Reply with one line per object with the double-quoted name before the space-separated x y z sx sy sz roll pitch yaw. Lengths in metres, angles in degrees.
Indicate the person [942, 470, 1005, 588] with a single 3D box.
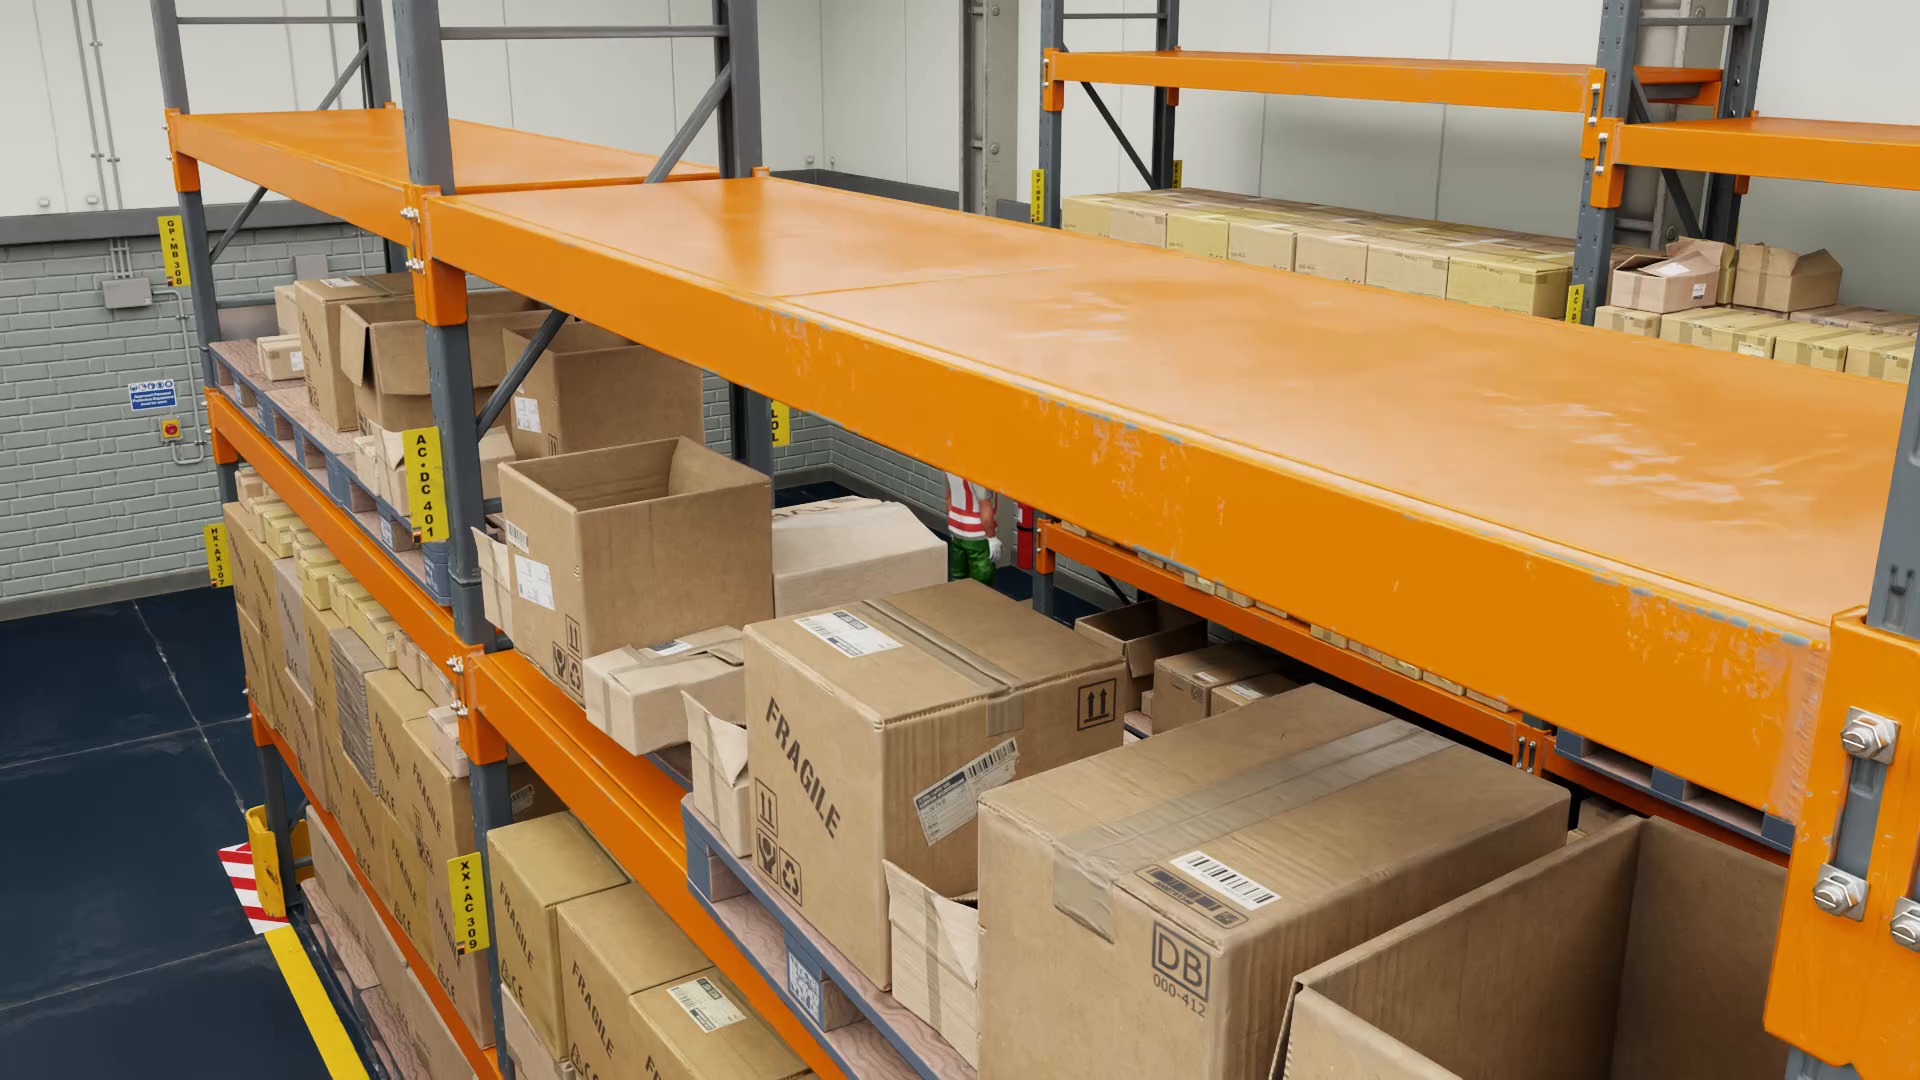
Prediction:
"person" 0.108 -0.045 12.135 0.365 1.790 0.557 -10 21 -29
